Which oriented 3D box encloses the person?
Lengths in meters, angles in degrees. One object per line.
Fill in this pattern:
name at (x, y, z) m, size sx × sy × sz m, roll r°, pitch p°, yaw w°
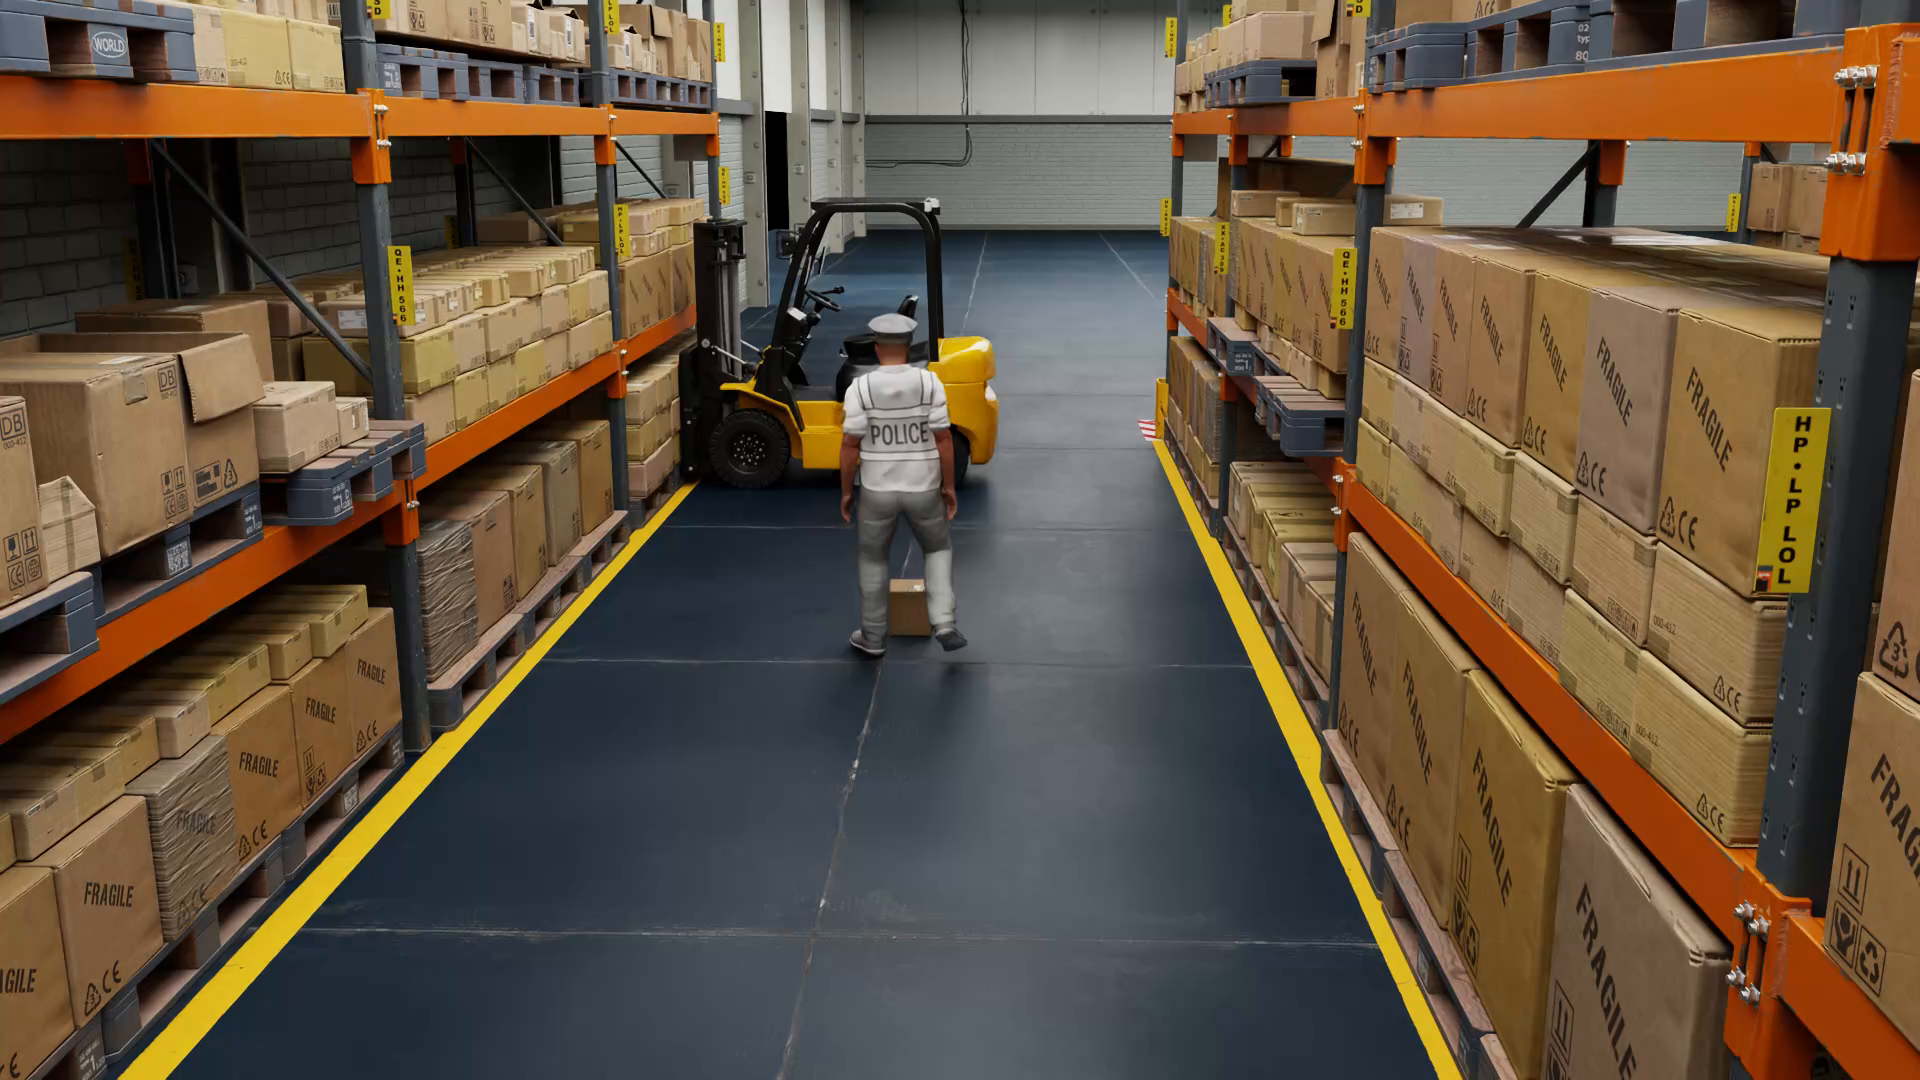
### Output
person at (-0.291, -0.261, 8.442) m, size 0.638 × 1.761 × 0.585 m, roll -2°, pitch 14°, yaw -10°
